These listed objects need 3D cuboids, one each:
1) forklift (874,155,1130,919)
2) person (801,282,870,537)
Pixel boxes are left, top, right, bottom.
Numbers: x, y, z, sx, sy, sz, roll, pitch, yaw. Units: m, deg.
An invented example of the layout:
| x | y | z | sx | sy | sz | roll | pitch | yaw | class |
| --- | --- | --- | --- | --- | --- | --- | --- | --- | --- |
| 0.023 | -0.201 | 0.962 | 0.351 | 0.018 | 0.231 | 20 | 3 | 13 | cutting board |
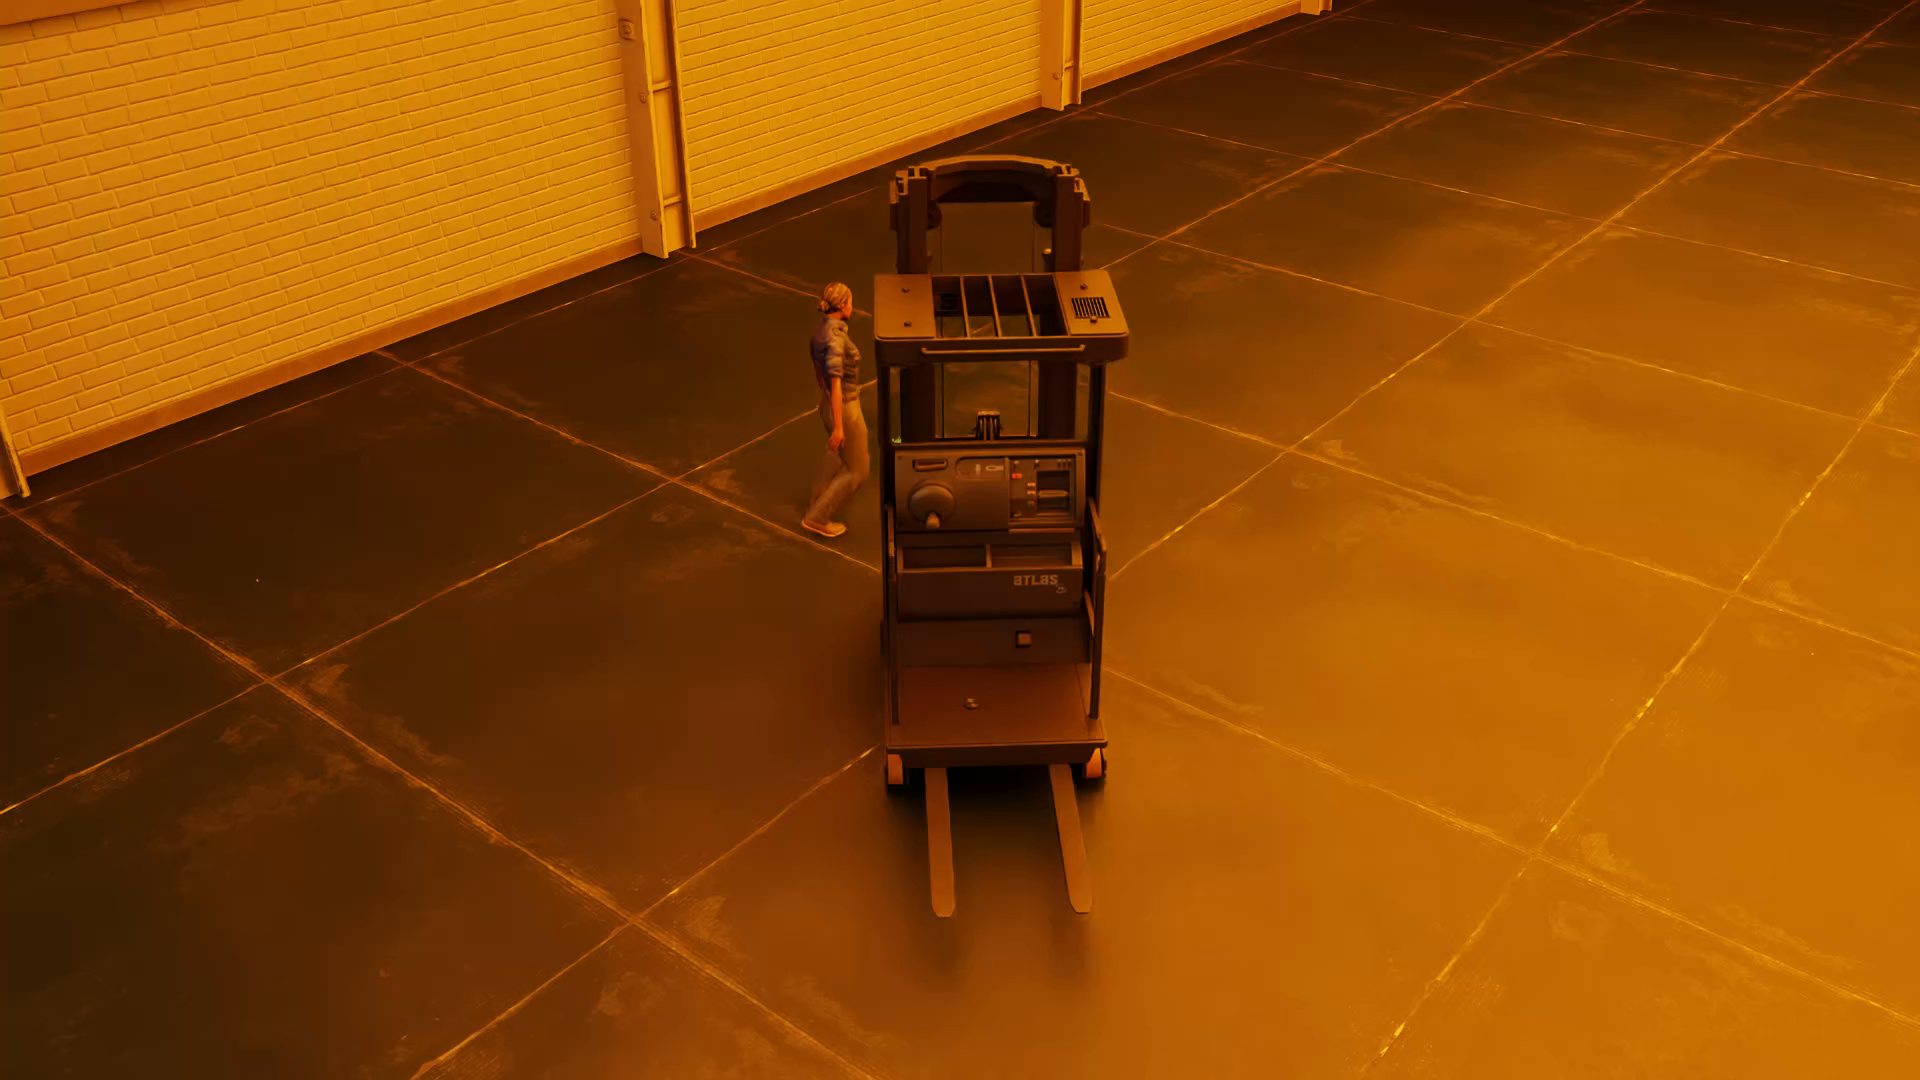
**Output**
| x | y | z | sx | sy | sz | roll | pitch | yaw | class |
| --- | --- | --- | --- | --- | --- | --- | --- | --- | --- |
| 0.160 | -0.199 | 7.935 | 1.130 | 2.935 | 3.031 | -1 | 30 | -2 | forklift |
| -0.814 | -0.803 | 10.323 | 0.466 | 1.588 | 0.817 | -7 | 31 | -12 | person |
